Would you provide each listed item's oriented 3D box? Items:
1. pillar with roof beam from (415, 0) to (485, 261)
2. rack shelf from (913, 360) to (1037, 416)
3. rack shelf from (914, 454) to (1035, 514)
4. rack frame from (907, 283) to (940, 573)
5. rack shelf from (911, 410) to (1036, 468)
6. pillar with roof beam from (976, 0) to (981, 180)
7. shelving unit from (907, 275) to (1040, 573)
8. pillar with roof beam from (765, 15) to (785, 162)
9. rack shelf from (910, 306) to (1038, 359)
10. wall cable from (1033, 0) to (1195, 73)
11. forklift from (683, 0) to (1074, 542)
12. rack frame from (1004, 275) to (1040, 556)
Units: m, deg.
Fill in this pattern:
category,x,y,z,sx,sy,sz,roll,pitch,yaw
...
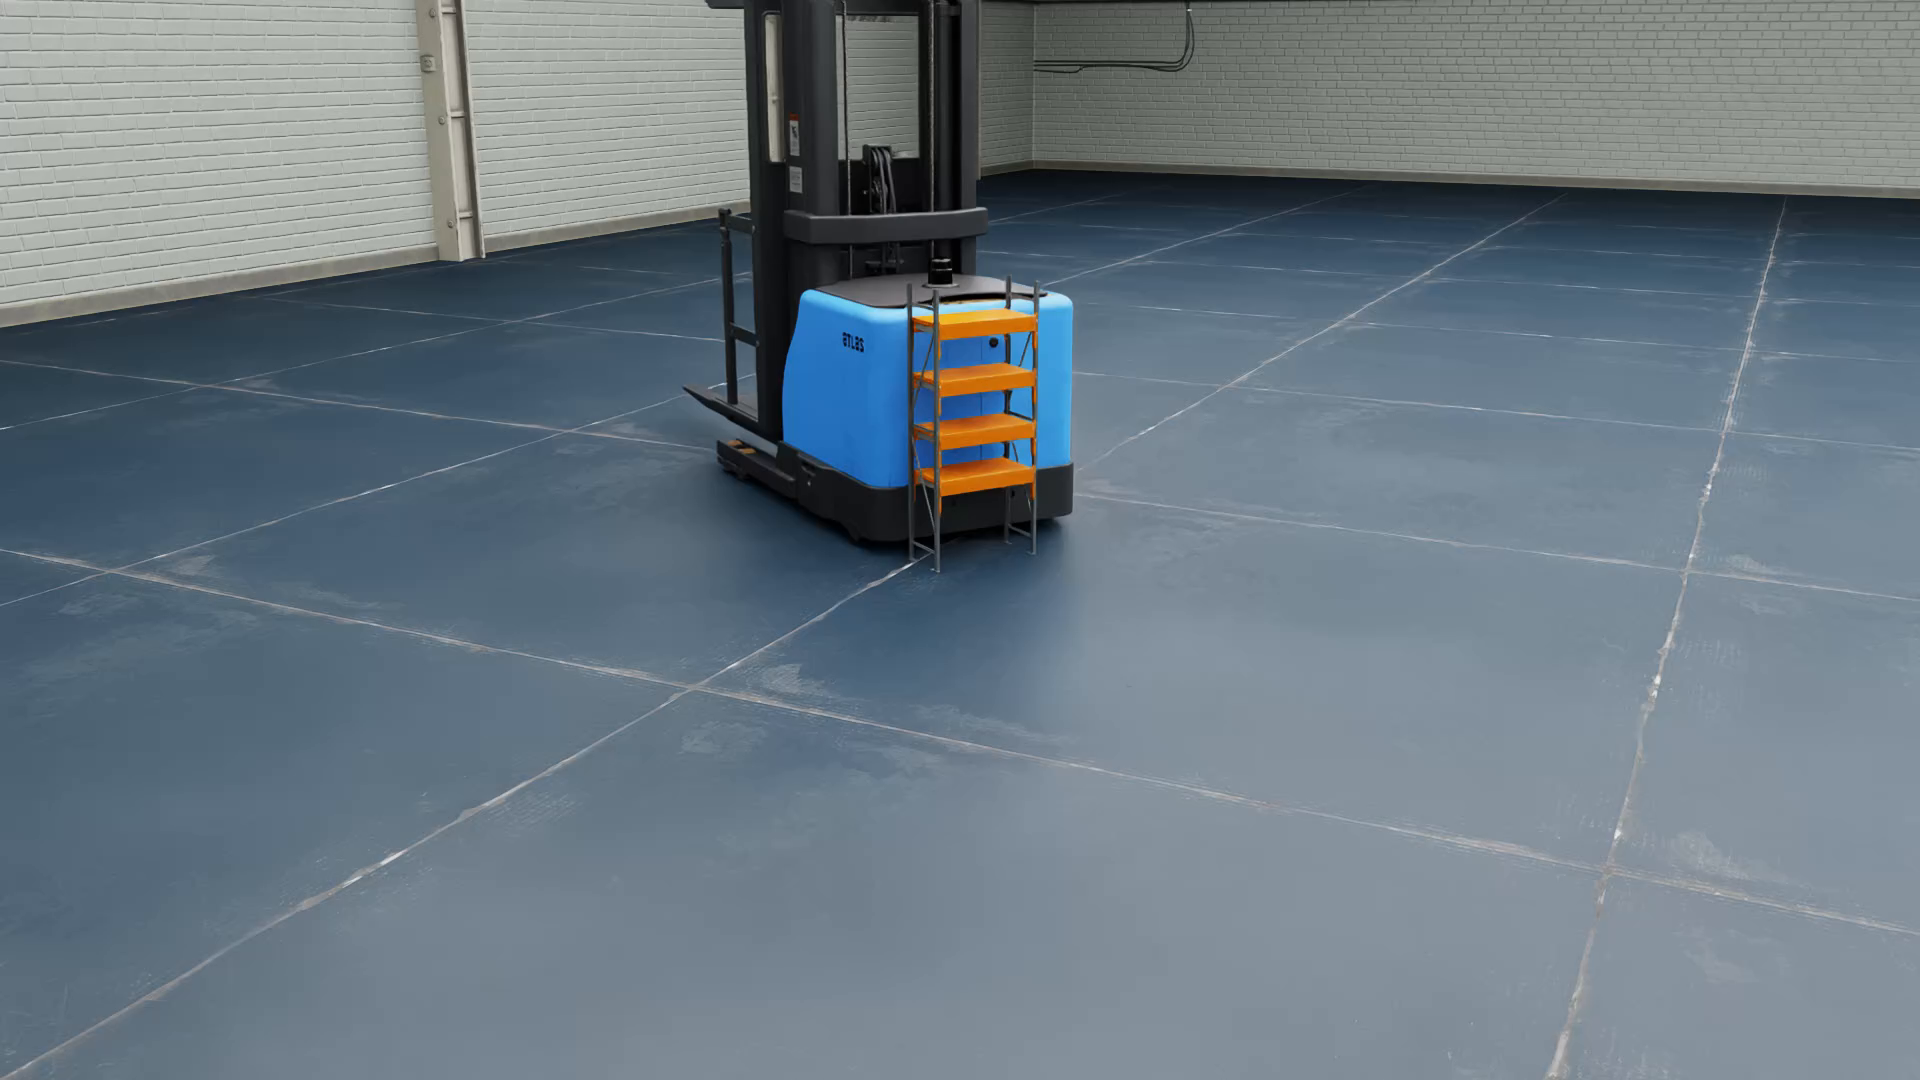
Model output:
category,x,y,z,sx,sy,sz,roll,pitch,yaw
pillar with roof beam,-1.391,-6.727,14.369,9.100,9.000,0.400,8,18,25
rack shelf,0.056,-0.649,7.053,0.480,0.148,0.258,-10,19,-30
rack shelf,0.056,-0.244,7.174,0.480,0.148,0.258,-10,19,-30
rack frame,-0.153,-0.463,6.977,0.015,1.200,0.240,-10,19,-30
rack shelf,0.056,-0.435,7.117,0.480,0.148,0.258,-10,19,-30
pillar with roof beam,3.971,-9.784,24.660,9.100,9.000,0.400,8,18,25
shelving unit,0.056,-0.499,7.098,0.503,1.200,0.258,-10,19,-30
pillar with roof beam,1.290,-8.256,19.515,9.100,9.000,0.400,8,18,25
rack shelf,0.056,-0.876,6.986,0.480,0.148,0.258,-10,19,-30
wall cable,2.619,-9.425,28.906,3.097,2.526,0.112,8,18,25
forklift,-0.620,-1.767,8.326,1.130,2.935,3.031,-9,19,-27
rack frame,0.265,-0.535,7.219,0.015,1.200,0.240,-10,19,-30
